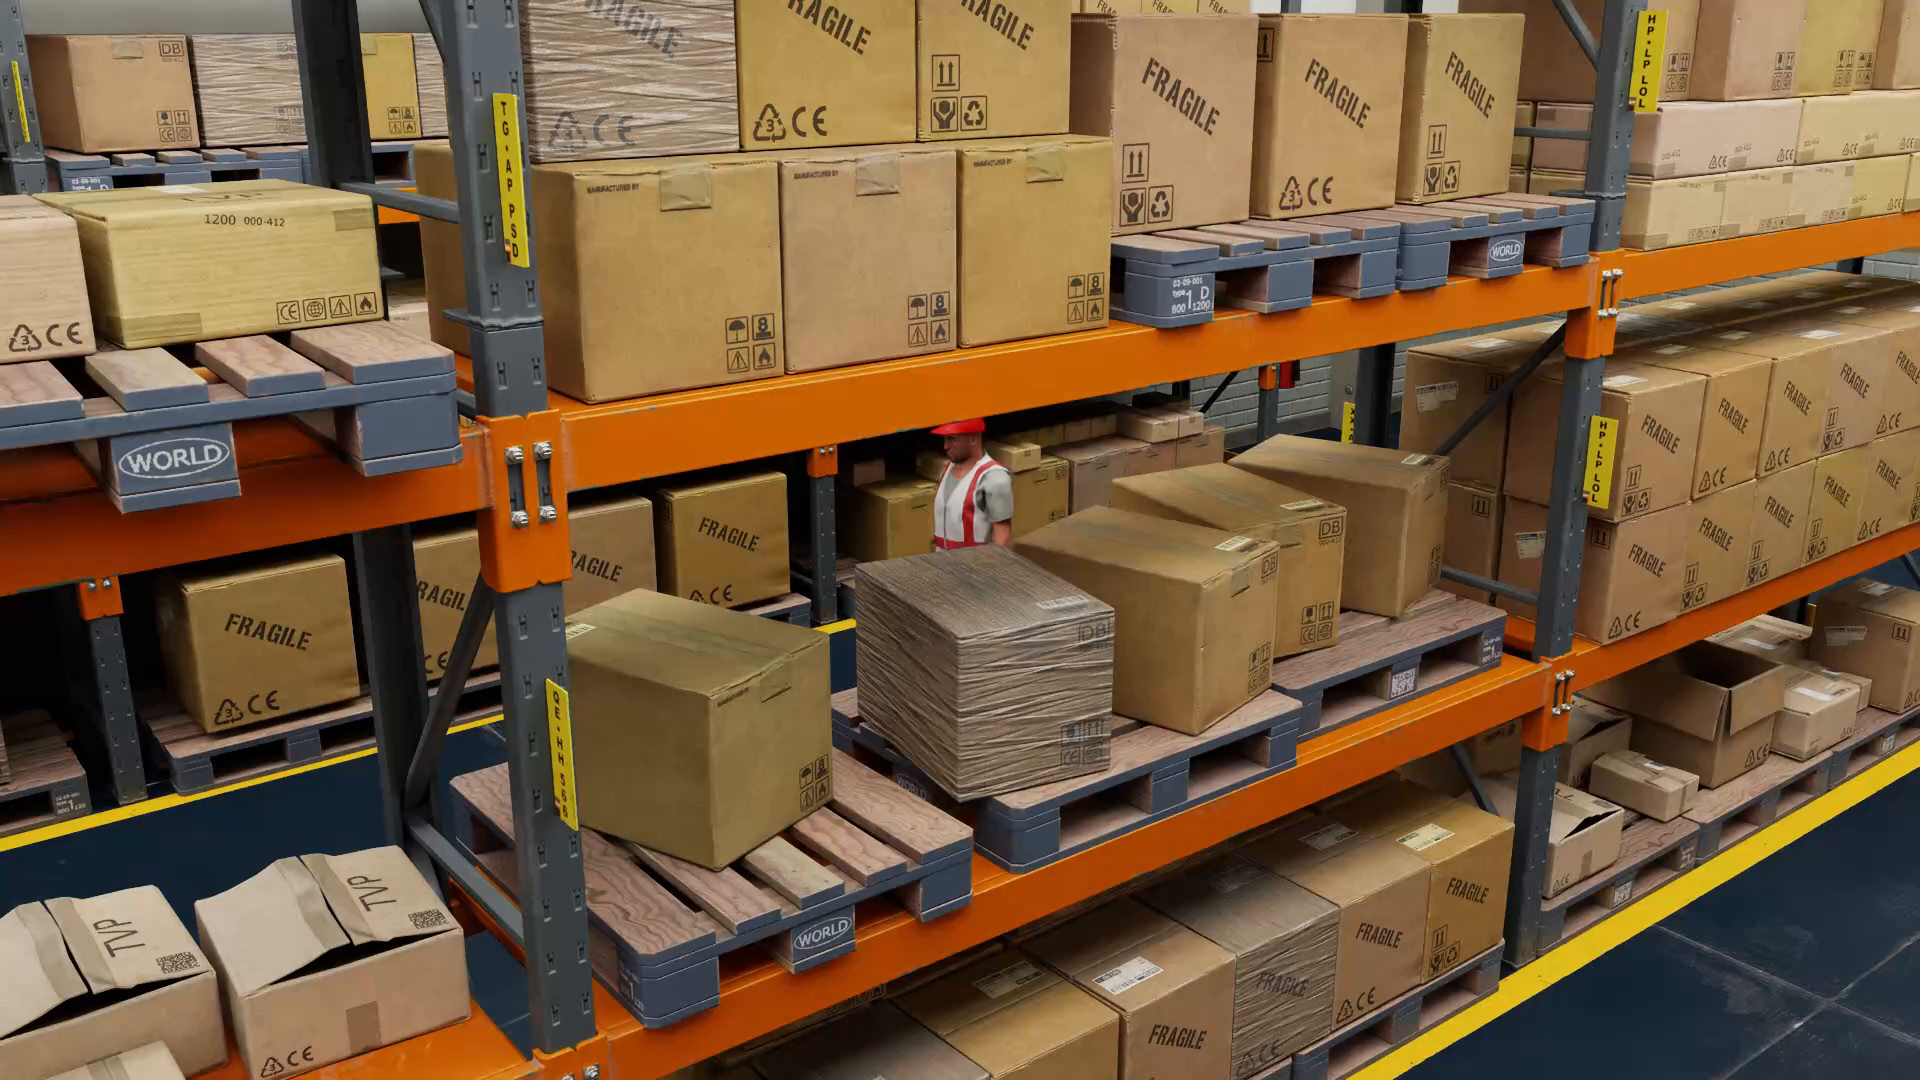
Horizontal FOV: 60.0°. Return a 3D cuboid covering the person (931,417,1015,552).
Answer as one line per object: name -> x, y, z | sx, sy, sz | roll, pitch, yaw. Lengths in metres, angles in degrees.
person -> -0.007, 0.207, 8.365 | 0.601, 1.777, 0.607 | -13, 22, -35
